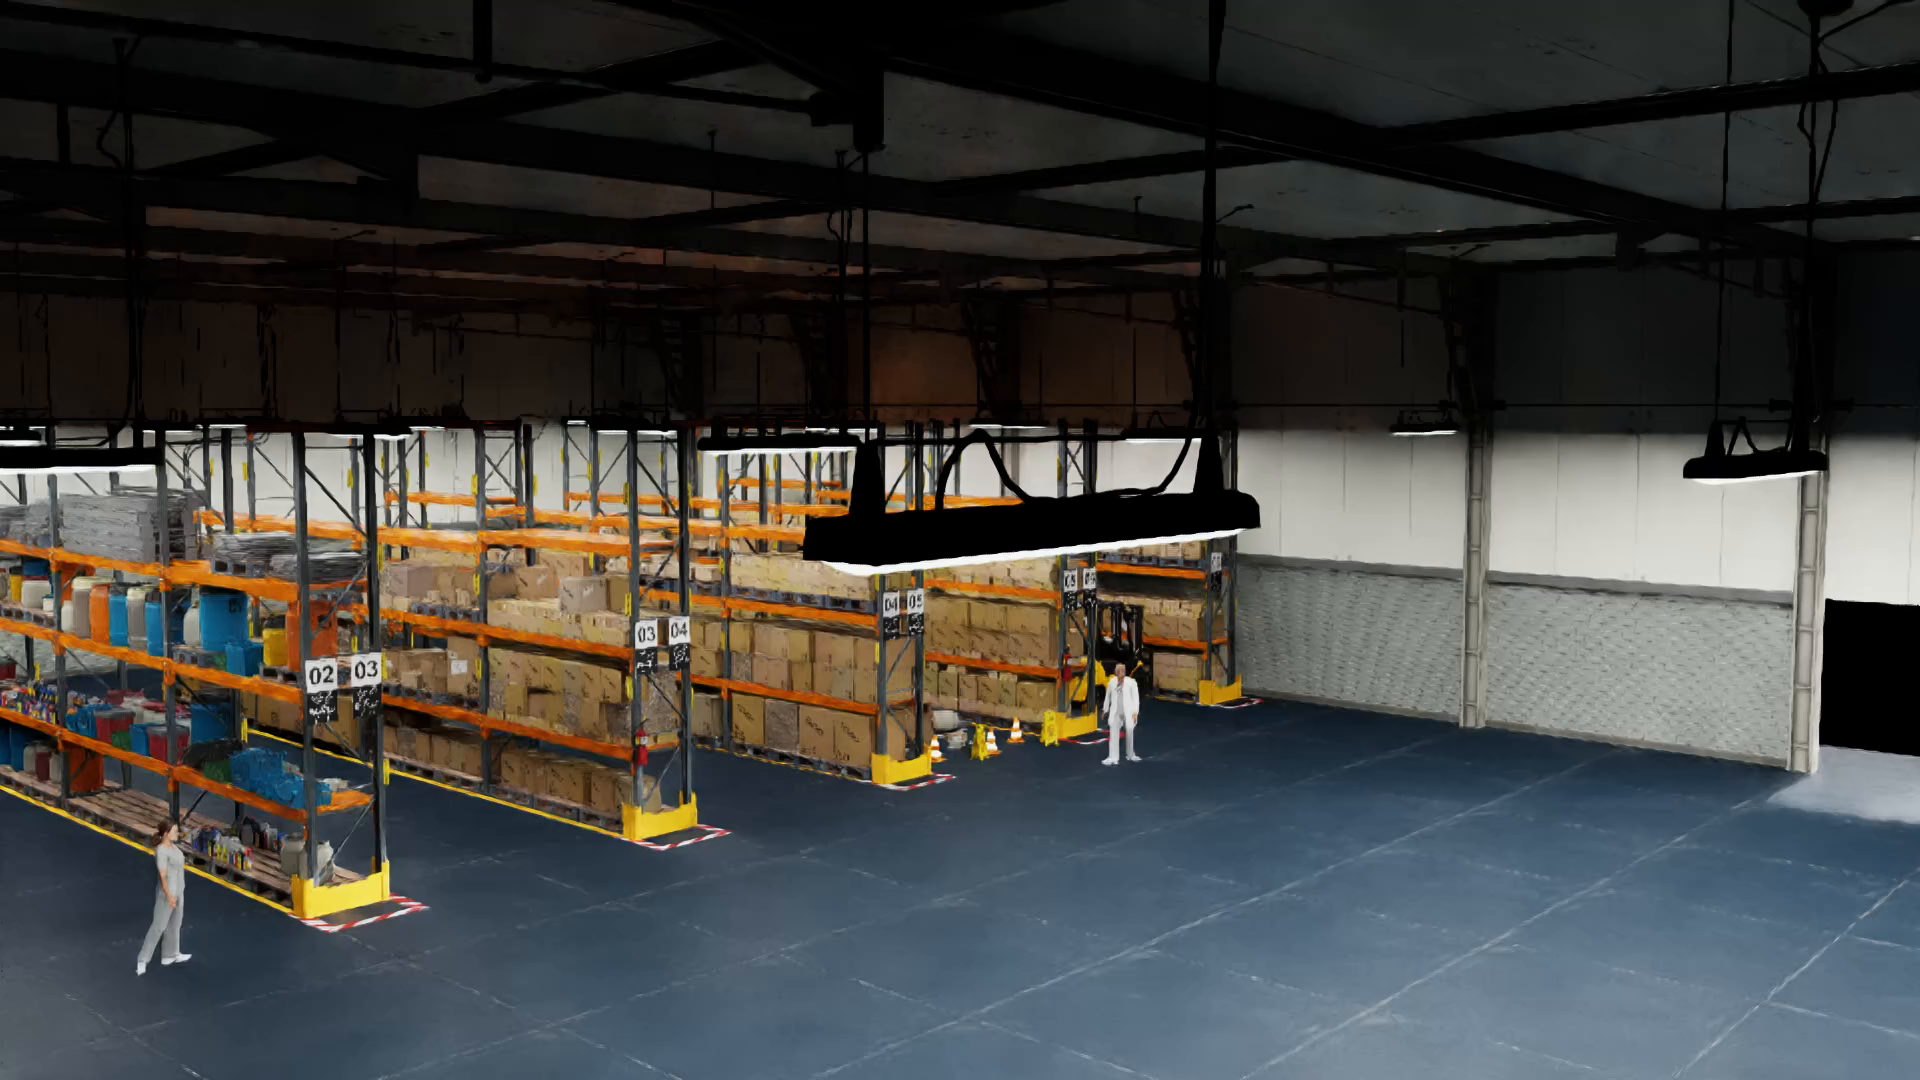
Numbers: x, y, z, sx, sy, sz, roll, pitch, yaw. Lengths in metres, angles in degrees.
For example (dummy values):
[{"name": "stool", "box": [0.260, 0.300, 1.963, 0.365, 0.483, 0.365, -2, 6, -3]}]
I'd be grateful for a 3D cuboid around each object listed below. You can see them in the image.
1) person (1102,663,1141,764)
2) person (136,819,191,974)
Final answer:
[{"name": "person", "box": [2.829, 3.050, 29.291, 0.698, 1.770, 0.681, 2, 5, 18]}, {"name": "person", "box": [-8.970, 3.981, 18.630, 0.463, 1.666, 0.642, 0, 5, -4]}]
